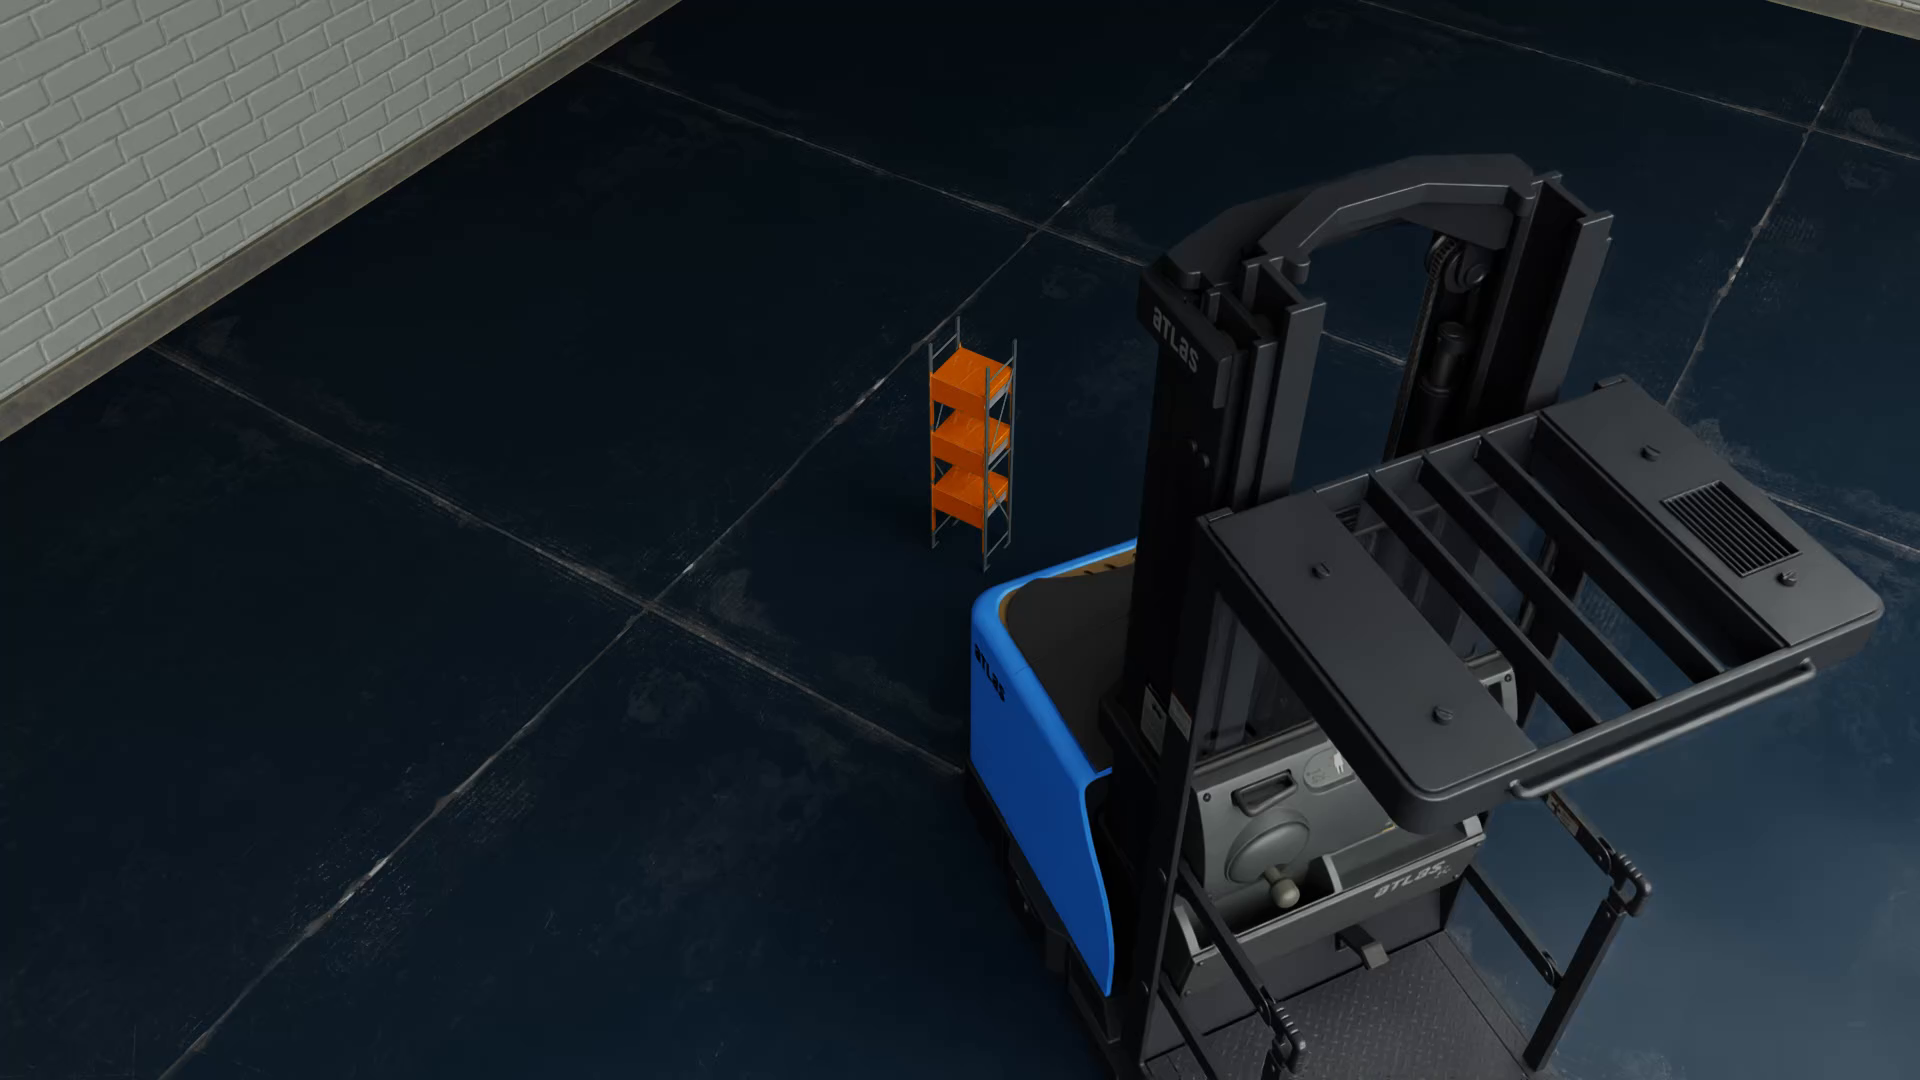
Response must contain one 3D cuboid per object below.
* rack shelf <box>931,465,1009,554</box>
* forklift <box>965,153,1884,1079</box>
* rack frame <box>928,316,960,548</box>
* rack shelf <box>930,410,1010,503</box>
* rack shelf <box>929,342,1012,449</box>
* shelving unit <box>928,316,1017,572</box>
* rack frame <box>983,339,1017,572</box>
[{"bbox_3d":[0.045,-0.144,6.560,0.240,0.259,0.215,25,51,22],"label":"rack shelf"},{"bbox_3d":[1.090,0.709,4.018,1.130,2.935,3.031,-18,49,-17],"label":"forklift"},{"bbox_3d":[-0.058,-0.392,6.399,0.008,1.050,0.200,25,51,22],"label":"rack frame"},{"bbox_3d":[0.045,-0.338,6.361,0.240,0.259,0.215,25,51,22],"label":"rack shelf"},{"bbox_3d":[0.045,-0.536,6.157,0.240,0.259,0.215,25,51,22],"label":"rack shelf"},{"bbox_3d":[0.045,-0.345,6.353,0.252,1.050,0.215,25,51,22],"label":"shelving unit"},{"bbox_3d":[0.148,-0.298,6.307,0.008,1.050,0.200,25,51,22],"label":"rack frame"}]
